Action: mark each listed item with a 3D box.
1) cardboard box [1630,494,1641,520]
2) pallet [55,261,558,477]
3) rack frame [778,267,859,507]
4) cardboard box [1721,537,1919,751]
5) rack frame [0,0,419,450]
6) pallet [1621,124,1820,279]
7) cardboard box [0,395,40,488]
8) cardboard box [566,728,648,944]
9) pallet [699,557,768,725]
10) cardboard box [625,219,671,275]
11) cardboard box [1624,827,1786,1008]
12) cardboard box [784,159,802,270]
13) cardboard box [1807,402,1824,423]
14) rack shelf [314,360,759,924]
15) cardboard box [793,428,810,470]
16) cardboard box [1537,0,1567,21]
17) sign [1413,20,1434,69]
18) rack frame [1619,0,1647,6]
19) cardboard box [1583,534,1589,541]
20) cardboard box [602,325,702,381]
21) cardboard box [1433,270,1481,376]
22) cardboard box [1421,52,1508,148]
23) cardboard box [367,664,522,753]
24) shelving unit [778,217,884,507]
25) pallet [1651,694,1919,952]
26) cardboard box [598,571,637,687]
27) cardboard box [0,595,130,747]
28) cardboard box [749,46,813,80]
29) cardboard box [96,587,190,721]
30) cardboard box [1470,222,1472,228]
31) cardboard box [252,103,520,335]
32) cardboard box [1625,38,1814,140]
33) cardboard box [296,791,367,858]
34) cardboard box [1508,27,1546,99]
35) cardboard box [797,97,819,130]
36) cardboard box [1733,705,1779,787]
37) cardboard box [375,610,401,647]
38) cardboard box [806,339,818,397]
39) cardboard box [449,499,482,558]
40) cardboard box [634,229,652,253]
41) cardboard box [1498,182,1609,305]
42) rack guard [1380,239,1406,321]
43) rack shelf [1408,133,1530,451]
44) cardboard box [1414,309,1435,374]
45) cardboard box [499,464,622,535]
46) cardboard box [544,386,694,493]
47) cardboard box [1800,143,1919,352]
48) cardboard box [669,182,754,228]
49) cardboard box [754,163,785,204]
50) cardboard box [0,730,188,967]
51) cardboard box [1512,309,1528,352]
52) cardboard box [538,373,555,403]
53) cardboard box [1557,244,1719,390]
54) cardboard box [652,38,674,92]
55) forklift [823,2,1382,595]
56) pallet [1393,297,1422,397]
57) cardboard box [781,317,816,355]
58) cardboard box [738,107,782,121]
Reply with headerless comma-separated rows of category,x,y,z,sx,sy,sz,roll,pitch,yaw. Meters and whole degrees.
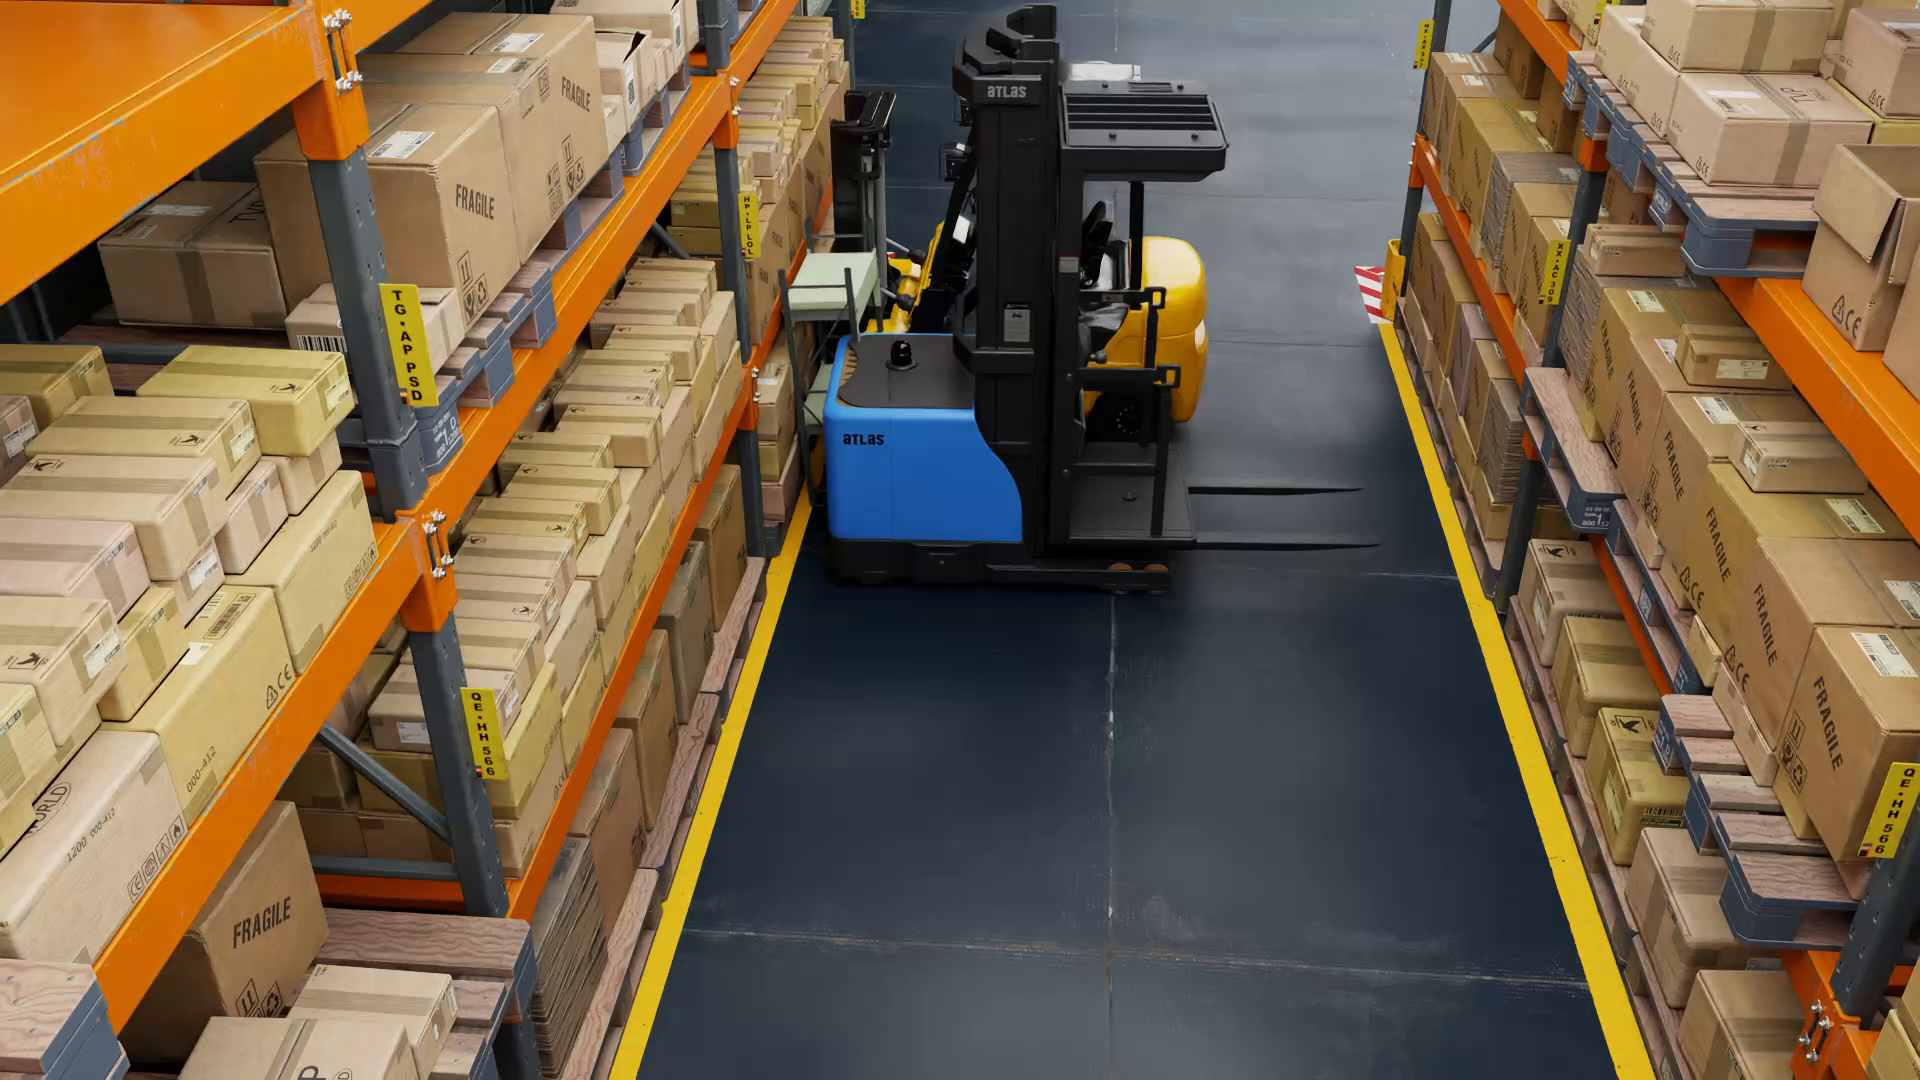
cardboard box,2.953,-0.139,6.735,0.380,0.149,0.250,3,32,4
pallet,-1.933,-0.560,4.900,1.213,0.211,1.003,4,32,6
rack frame,-0.739,-0.837,9.420,0.400,1.500,0.023,0,32,8
cardboard box,2.839,0.337,5.345,0.500,0.500,0.500,2,32,3
rack frame,-1.899,-1.558,3.482,1.000,3.000,0.127,2,32,4
pallet,3.136,-1.222,5.974,1.213,0.211,1.003,2,32,4
cardboard box,-2.255,-0.202,3.619,0.380,0.149,0.250,3,32,4
cardboard box,-1.790,1.160,6.652,0.875,0.625,0.625,3,32,6
pallet,-1.595,0.478,8.553,1.003,0.211,1.213,2,32,4
cardboard box,-1.807,-1.385,8.823,0.500,0.500,0.500,2,32,4
cardboard box,3.156,1.464,6.399,0.950,0.372,0.625,2,32,3
cardboard box,-1.211,-1.897,9.655,0.500,0.500,0.500,2,32,3
cardboard box,3.436,-0.180,6.184,0.500,0.500,0.500,1,32,2
rack shelf,-1.737,0.256,6.941,1.077,0.370,4.000,2,32,4
cardboard box,-1.178,-0.609,9.880,0.500,0.250,0.500,2,32,3
cardboard box,3.193,-2.771,8.549,0.380,0.149,0.250,3,32,5
sign,3.159,-3.369,11.313,0.100,0.325,0.005,2,32,4
rack frame,3.374,-3.440,6.535,1.000,3.000,0.127,2,32,4
cardboard box,3.691,-0.191,9.202,0.500,0.250,0.500,1,32,2
cardboard box,-1.345,-0.822,7.291,0.380,0.149,0.250,2,32,2
cardboard box,3.270,-1.347,10.363,0.500,0.500,0.500,3,32,5
cardboard box,3.384,-2.911,11.016,0.500,0.500,0.500,2,32,3
cardboard box,-1.580,0.523,5.109,0.380,0.149,0.250,3,32,5
shelving unit,-0.697,-1.031,9.727,0.431,1.500,0.755,0,32,8
pallet,3.000,0.910,5.377,1.213,0.211,1.003,2,32,4
cardboard box,-1.539,0.305,6.318,0.500,0.250,0.500,1,32,2
cardboard box,-1.720,0.225,2.926,0.380,0.149,0.250,2,32,3
cardboard box,-1.145,-3.041,10.609,0.380,0.149,0.250,3,32,4
cardboard box,-1.753,0.211,3.232,0.380,0.149,0.250,2,32,4
cardboard box,3.290,-1.889,9.976,0.380,0.149,0.250,2,32,3
cardboard box,-1.598,-0.914,4.704,0.500,0.500,0.500,3,32,4
cardboard box,2.886,-1.724,6.352,0.500,0.250,0.500,2,32,3
cardboard box,-2.118,0.814,5.494,0.500,0.250,0.500,2,32,3
cardboard box,3.827,-3.032,10.259,0.700,0.500,0.500,3,32,4
cardboard box,-1.077,-2.641,10.243,0.380,0.149,0.250,3,32,4
cardboard box,2.766,0.676,5.414,0.380,0.149,0.250,2,32,4
cardboard box,-2.083,0.224,5.594,0.380,0.149,0.250,2,32,4
cardboard box,-1.135,-1.083,10.172,0.500,0.250,0.500,2,32,4
cardboard box,-2.056,0.071,6.223,0.500,0.250,0.500,2,32,4
cardboard box,-1.804,-1.594,8.544,0.380,0.149,0.250,2,32,4
cardboard box,3.197,-1.568,8.836,0.500,0.500,0.500,3,32,6
rack guard,3.693,-1.874,12.094,1.175,0.500,0.348,2,32,4
rack shelf,3.537,-1.625,9.994,1.077,0.370,4.000,2,32,4
cardboard box,3.309,-1.309,11.016,0.500,0.250,0.500,4,32,6
cardboard box,-1.485,-0.152,6.205,0.380,0.149,0.250,3,32,5
cardboard box,-1.441,-0.441,7.053,0.500,0.250,0.500,3,32,5
cardboard box,3.144,-0.914,5.197,0.797,0.503,0.637,2,32,4
cardboard box,-1.252,-1.695,8.425,0.380,0.149,0.250,3,32,5
cardboard box,-1.179,-1.969,9.152,0.380,0.149,0.250,3,32,5
cardboard box,-1.780,0.586,3.005,0.500,0.250,0.500,2,32,4
cardboard box,3.110,-1.091,8.681,0.380,0.149,0.250,3,32,5
cardboard box,-1.957,-0.708,7.106,0.380,0.149,0.250,2,32,4
cardboard box,3.050,-1.001,7.516,0.500,0.500,0.500,3,32,5
cardboard box,-1.361,-1.899,6.638,0.380,0.149,0.250,2,32,4
forklift,0.800,-1.235,8.741,3.031,2.935,1.130,1,32,1
pallet,3.592,-1.327,11.483,1.003,0.211,1.213,2,32,4
cardboard box,-1.141,-1.297,10.043,0.500,0.250,0.500,3,32,6
cardboard box,-1.226,-2.372,9.524,0.380,0.149,0.250,2,32,4
